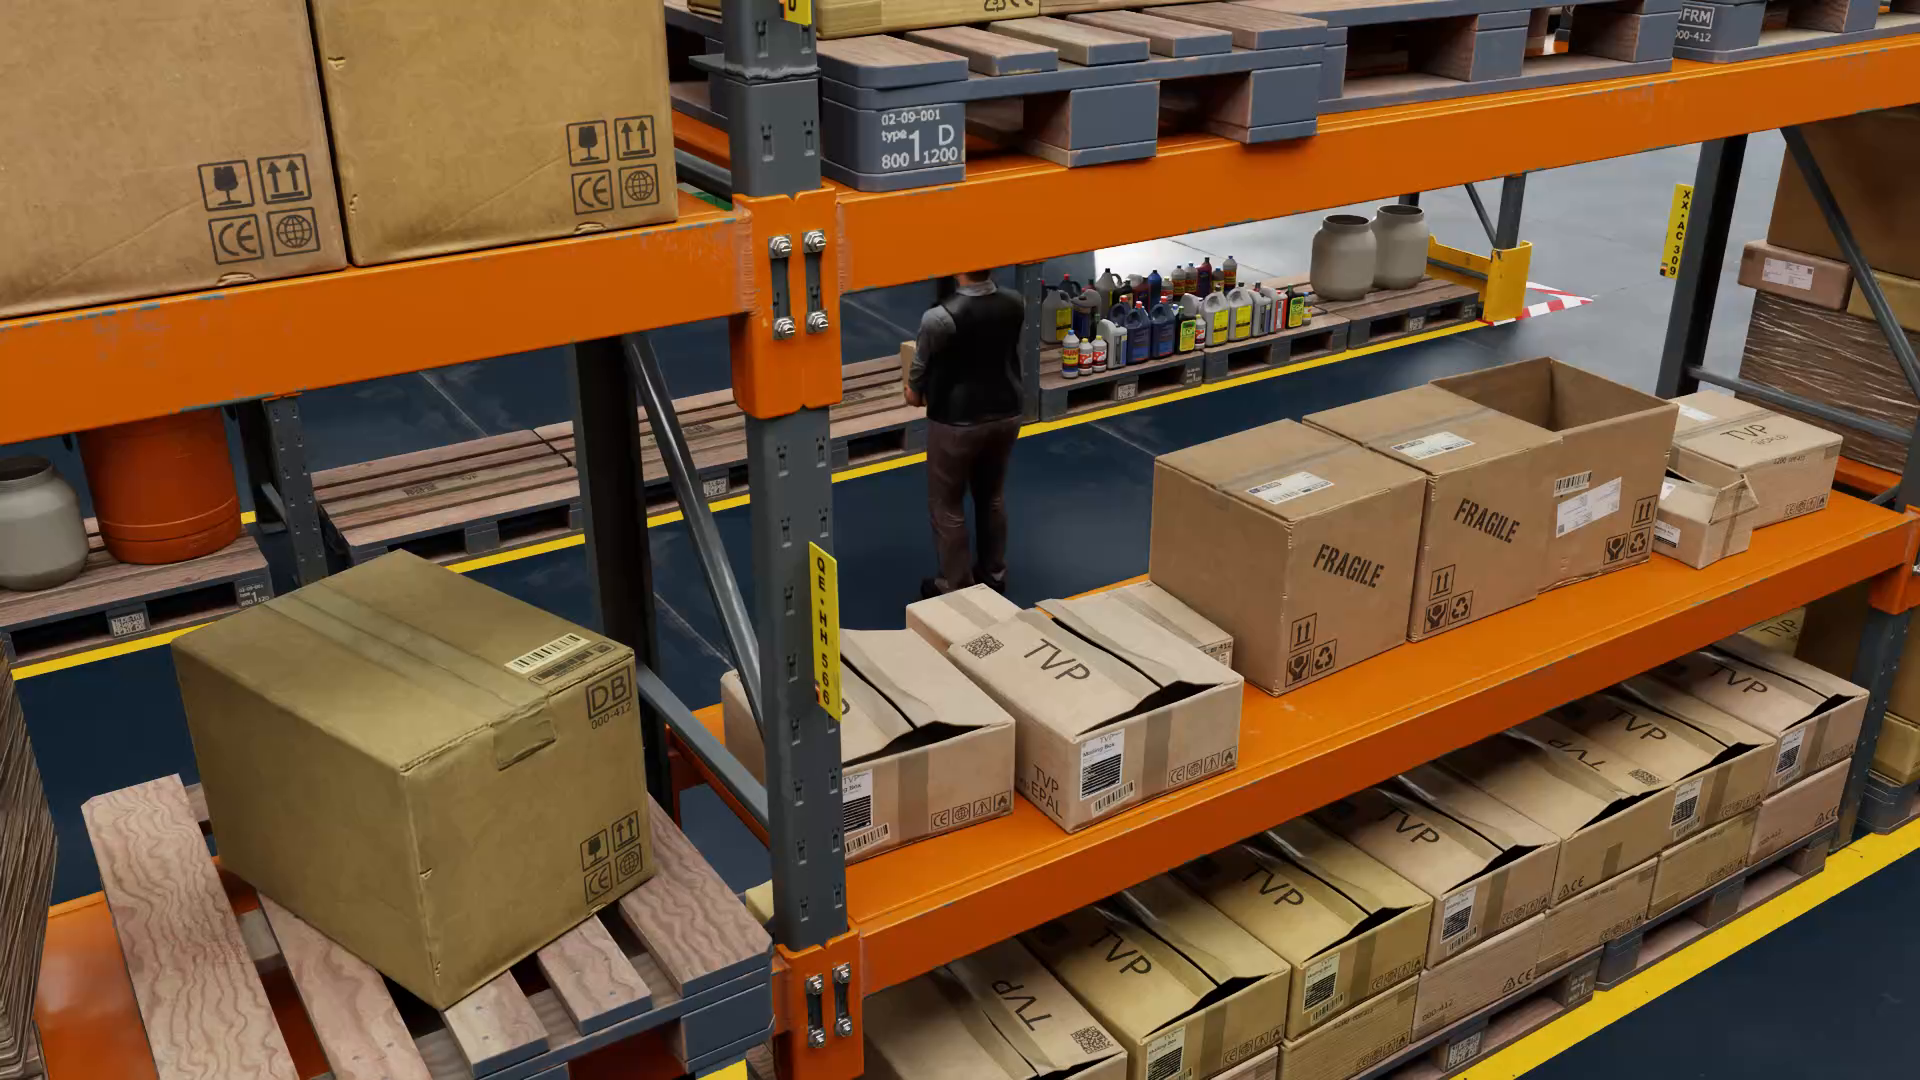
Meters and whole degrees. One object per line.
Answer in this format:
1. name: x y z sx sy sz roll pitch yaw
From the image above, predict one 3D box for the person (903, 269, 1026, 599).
1. person: -0.007 -0.547 7.319 0.495 1.717 0.554 -15 29 -29
